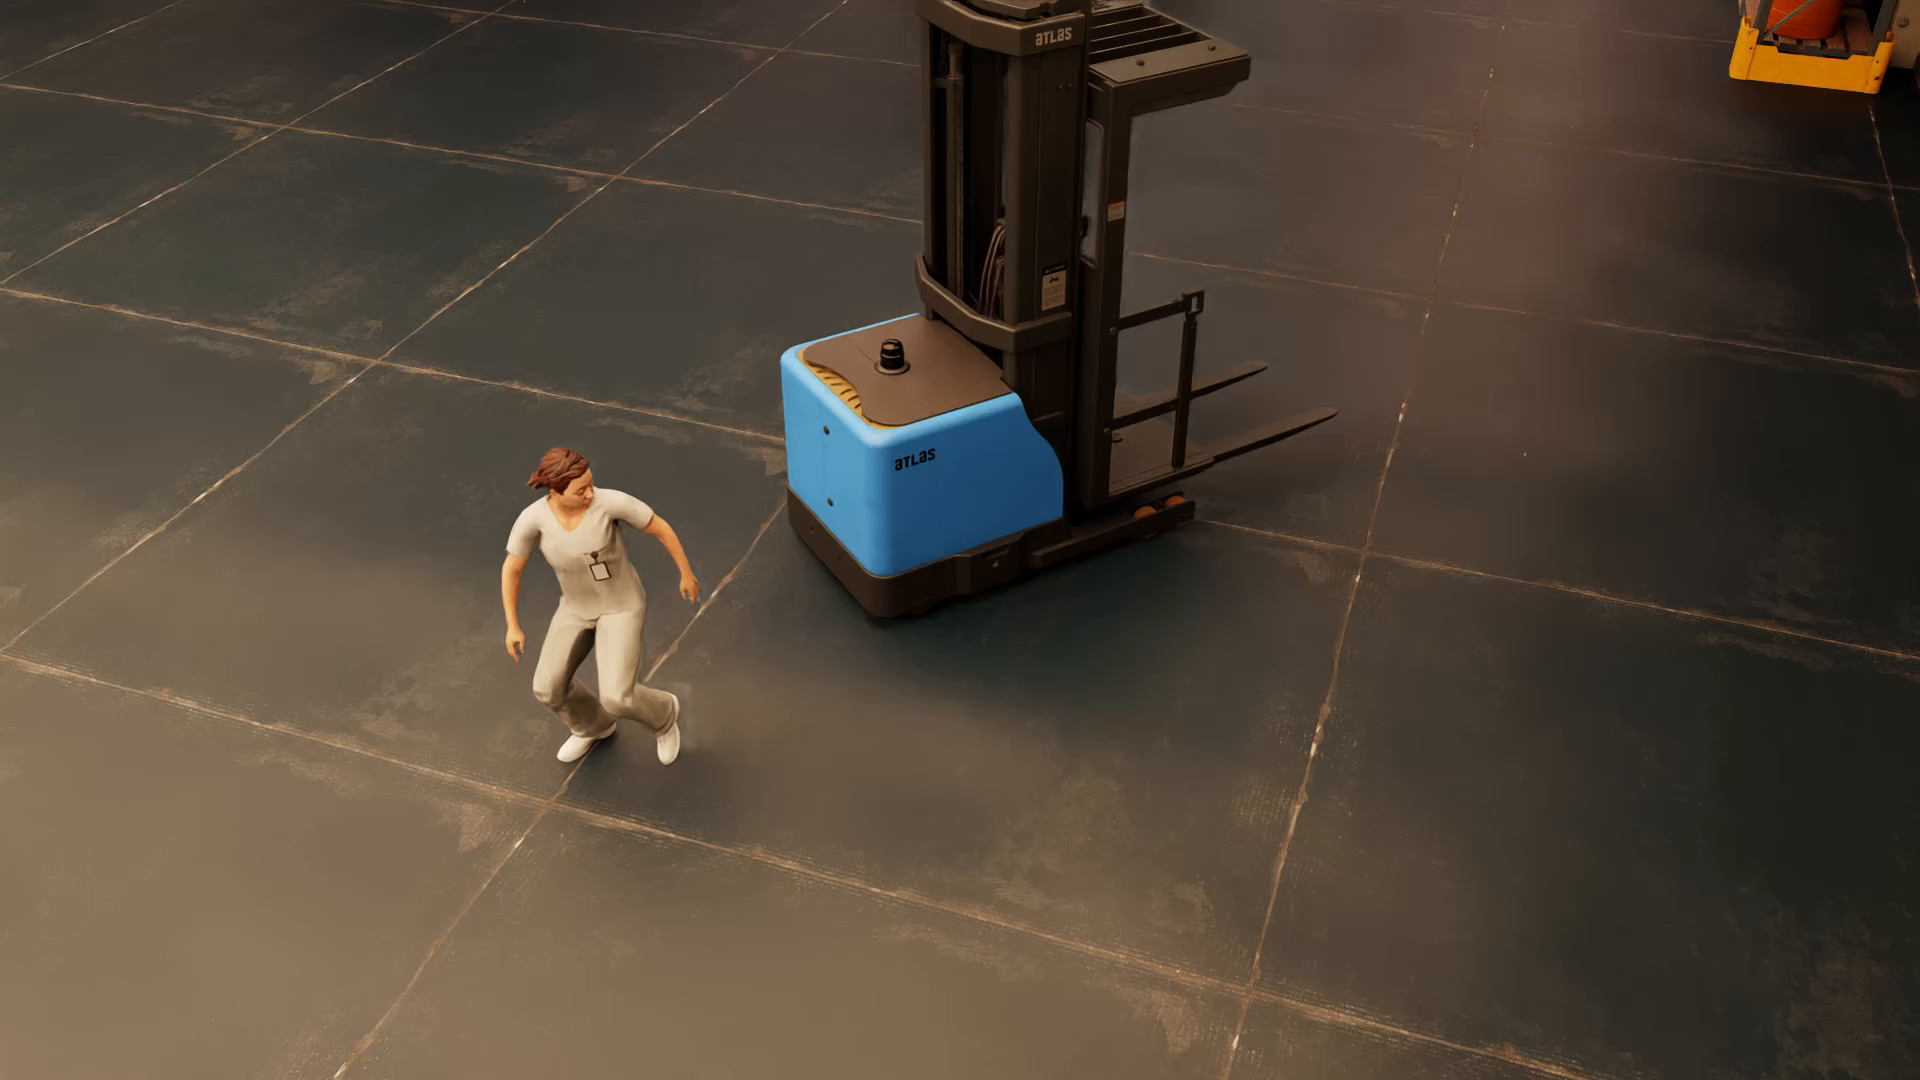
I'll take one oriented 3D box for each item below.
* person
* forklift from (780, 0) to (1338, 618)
[{"bbox_3d":[-1.497,0.305,6.862,0.705,1.575,0.545,8,36,12],"label":"person"},{"bbox_3d":[0.640,-1.447,8.152,3.031,2.935,1.130,-19,40,-25],"label":"forklift"}]
